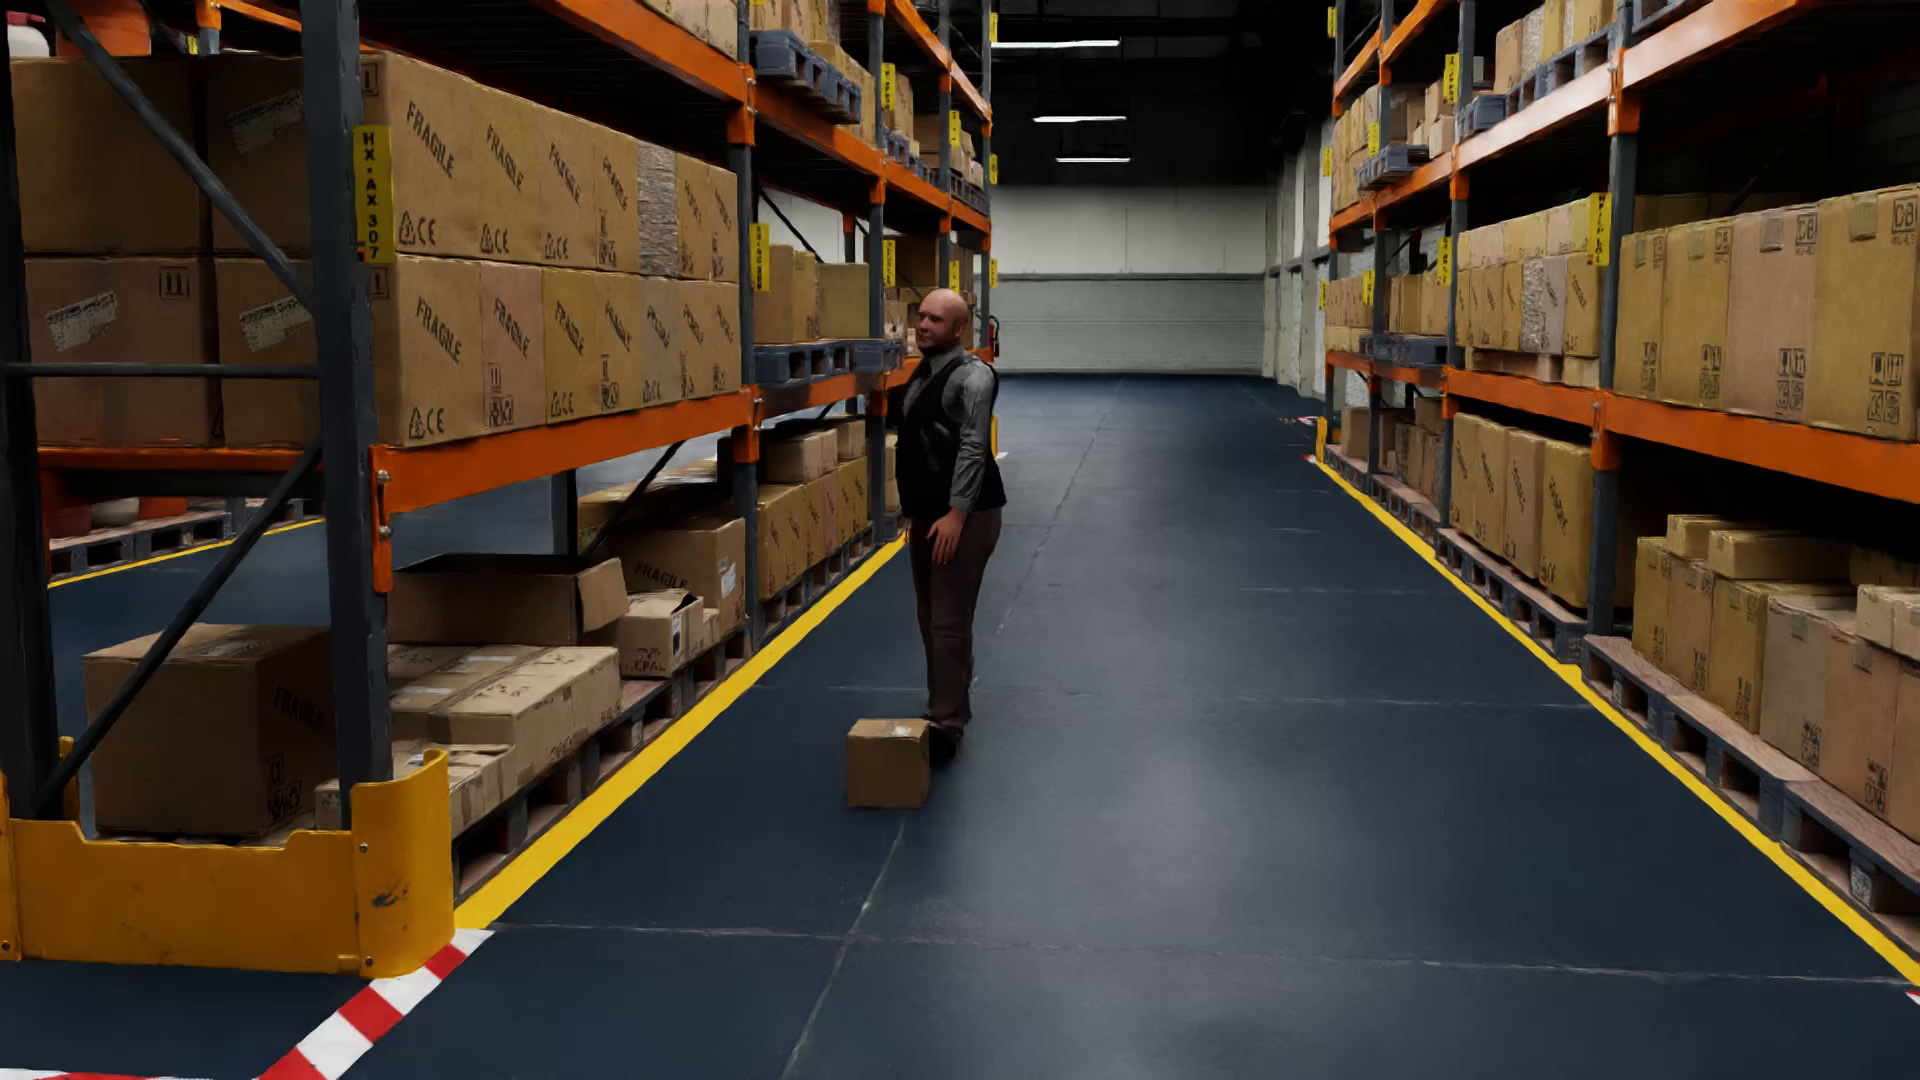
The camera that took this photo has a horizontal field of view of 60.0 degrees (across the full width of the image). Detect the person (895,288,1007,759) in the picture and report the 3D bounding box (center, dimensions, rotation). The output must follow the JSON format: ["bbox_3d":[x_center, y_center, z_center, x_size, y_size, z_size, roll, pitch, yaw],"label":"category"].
[{"bbox_3d":[-0.125,-0.064,6.202,0.516,1.730,0.582,-4,8,-27],"label":"person"}]
